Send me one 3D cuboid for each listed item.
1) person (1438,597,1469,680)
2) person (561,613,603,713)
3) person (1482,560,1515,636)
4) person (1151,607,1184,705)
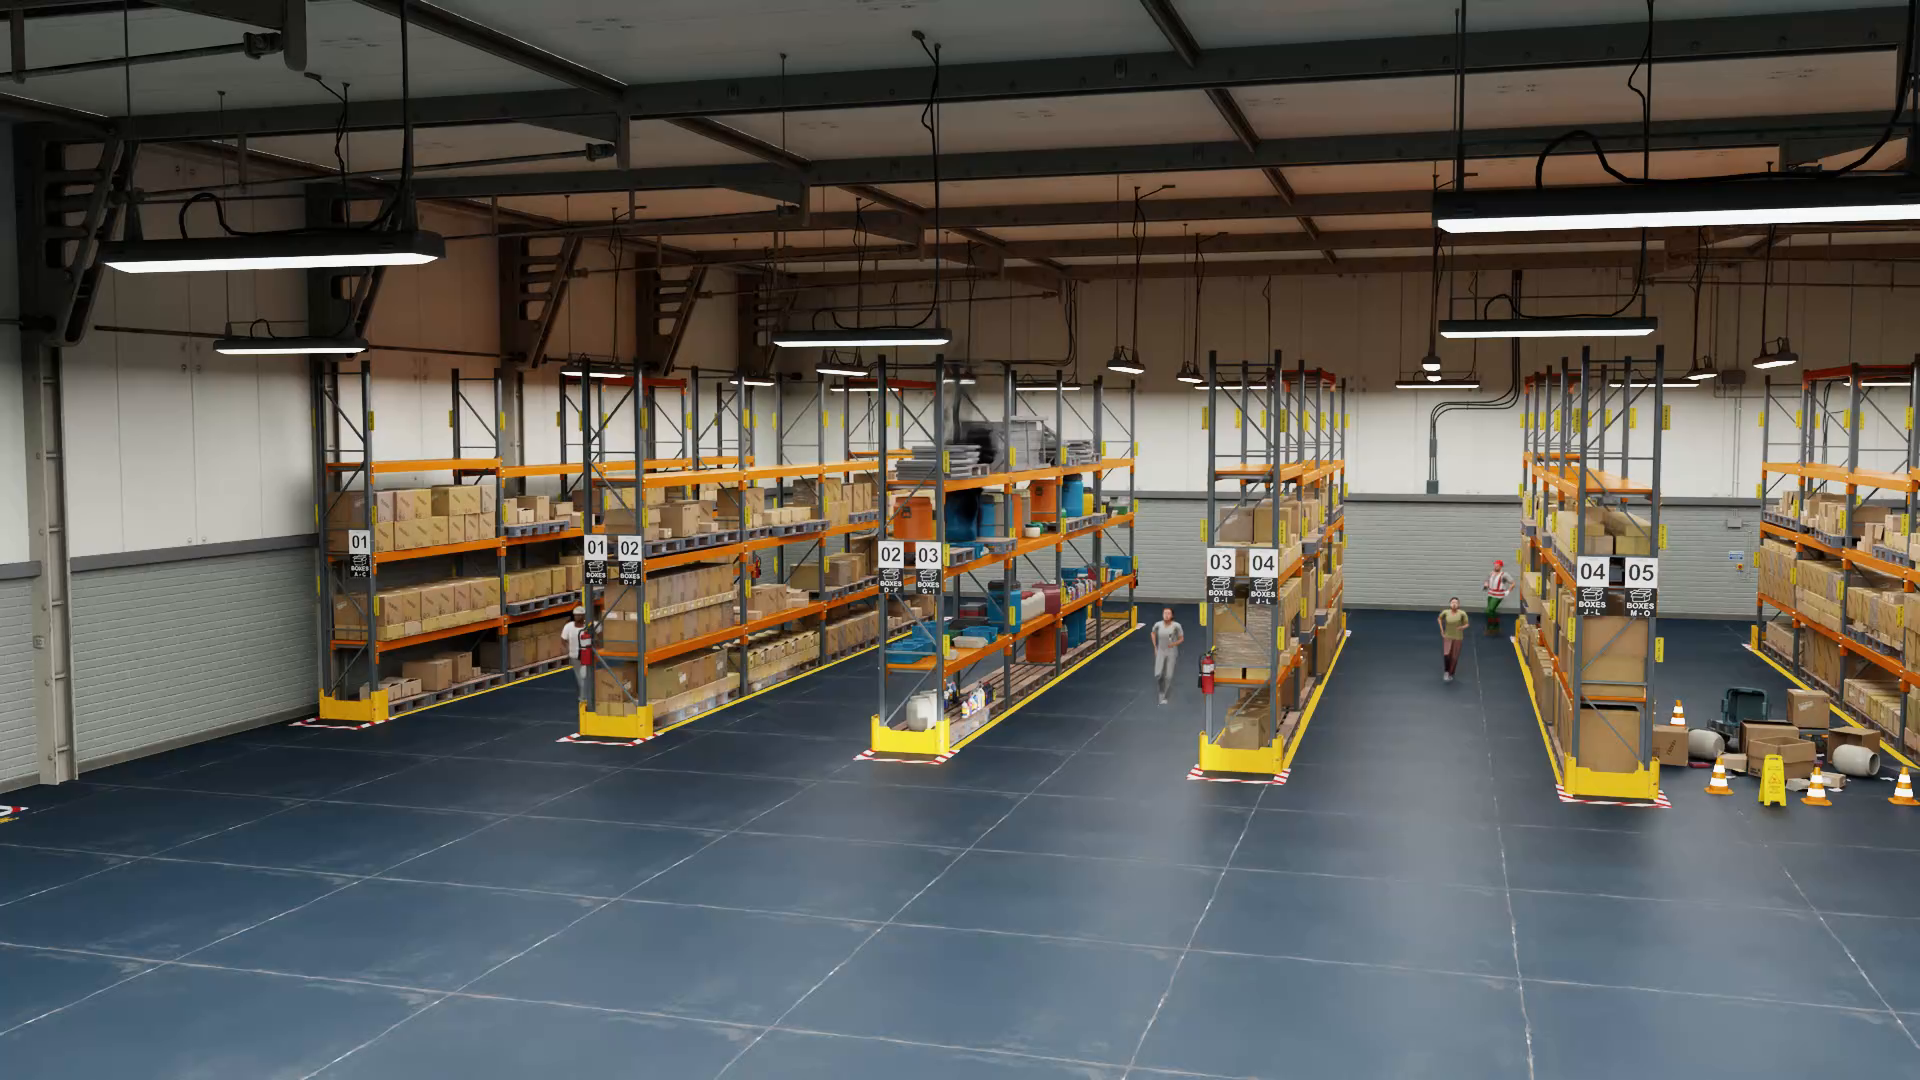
[{"bbox_3d":[9.451,1.895,31.856,0.574,1.627,0.639,1,4,14],"label":"person"},{"bbox_3d":[-6.611,2.059,28.983,0.640,1.759,0.890,1,4,9],"label":"person"},{"bbox_3d":[12.474,1.359,38.711,0.625,1.815,0.719,-2,4,-23],"label":"person"},{"bbox_3d":[3.426,1.925,27.573,0.565,1.654,0.603,1,4,15],"label":"person"}]
